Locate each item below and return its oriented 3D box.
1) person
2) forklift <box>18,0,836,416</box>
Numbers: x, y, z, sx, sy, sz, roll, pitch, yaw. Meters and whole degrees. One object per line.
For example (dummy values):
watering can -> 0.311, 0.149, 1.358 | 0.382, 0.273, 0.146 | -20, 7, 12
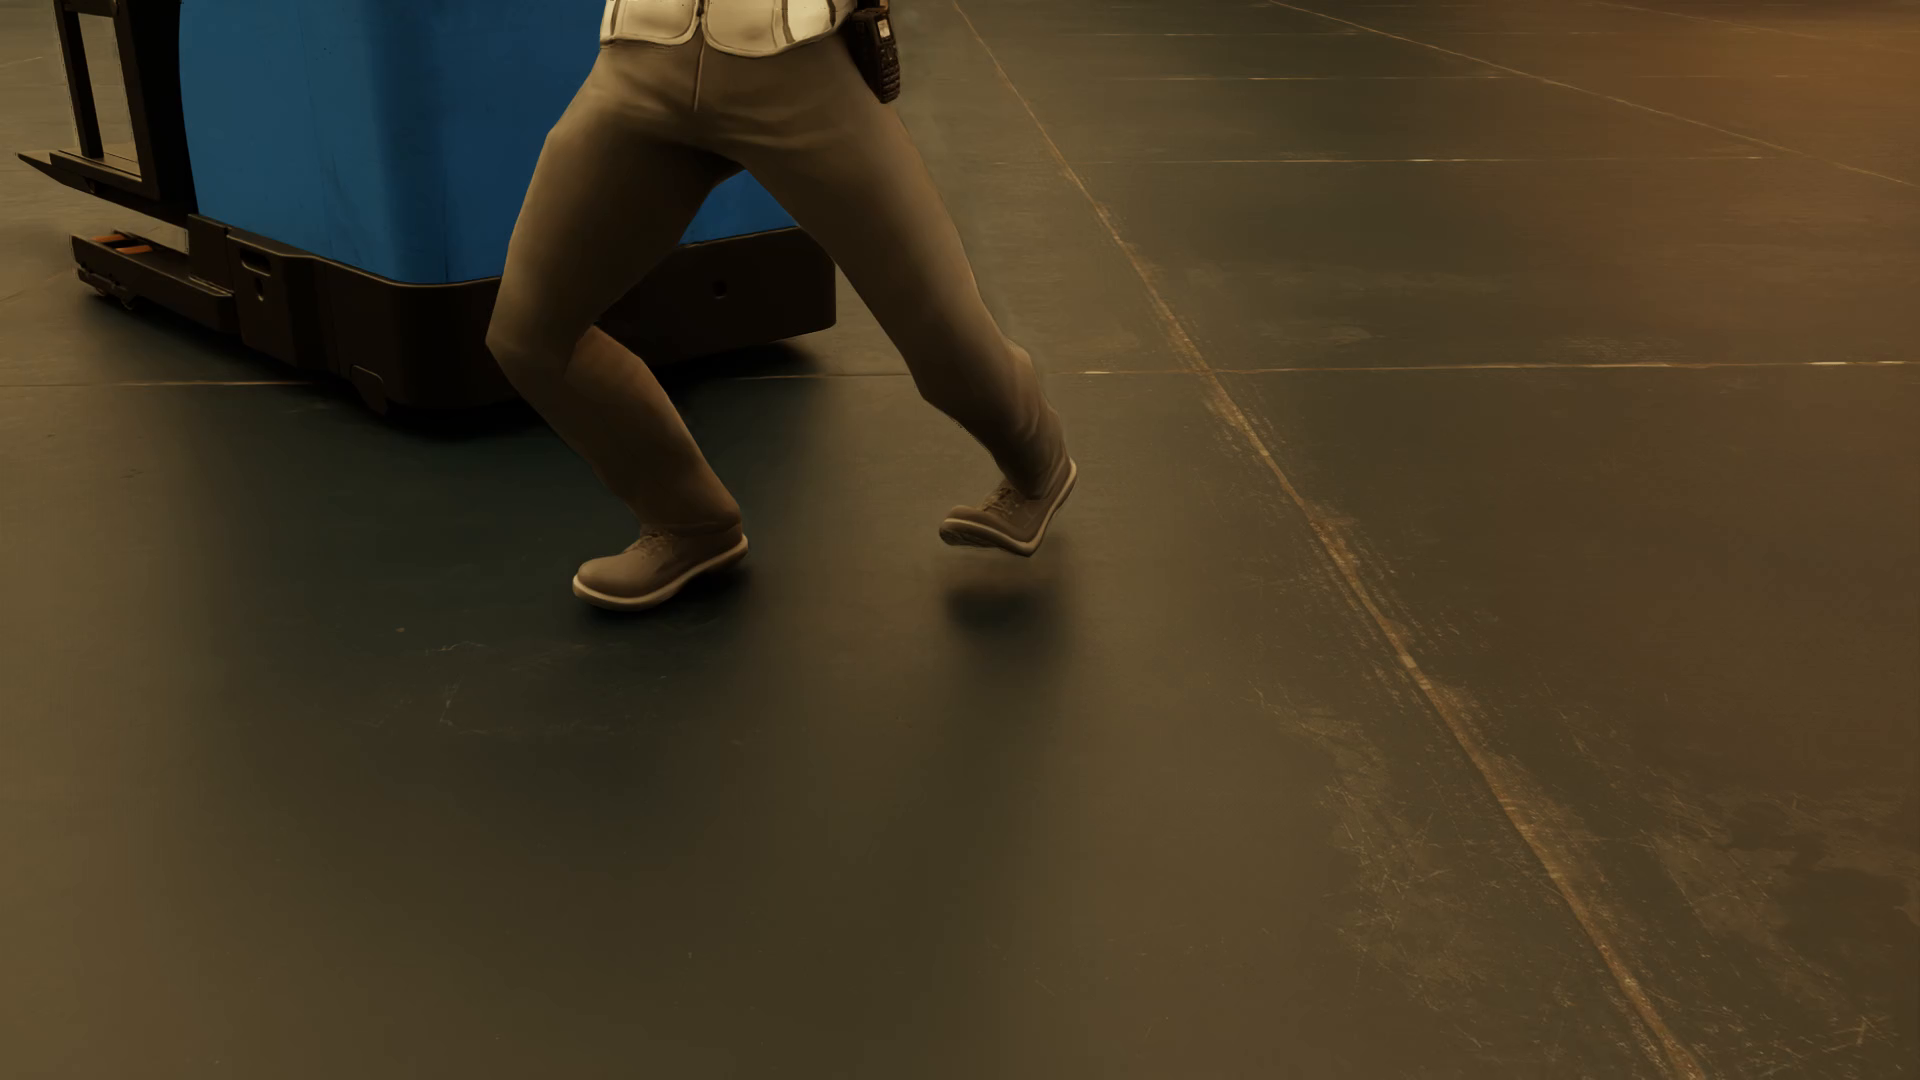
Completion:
person -> -0.367, -0.604, 2.234 | 0.962, 1.472, 0.760 | 7, 22, 16
forklift -> -1.666, -2.059, 3.972 | 1.130, 2.935, 3.031 | -19, 29, -40
